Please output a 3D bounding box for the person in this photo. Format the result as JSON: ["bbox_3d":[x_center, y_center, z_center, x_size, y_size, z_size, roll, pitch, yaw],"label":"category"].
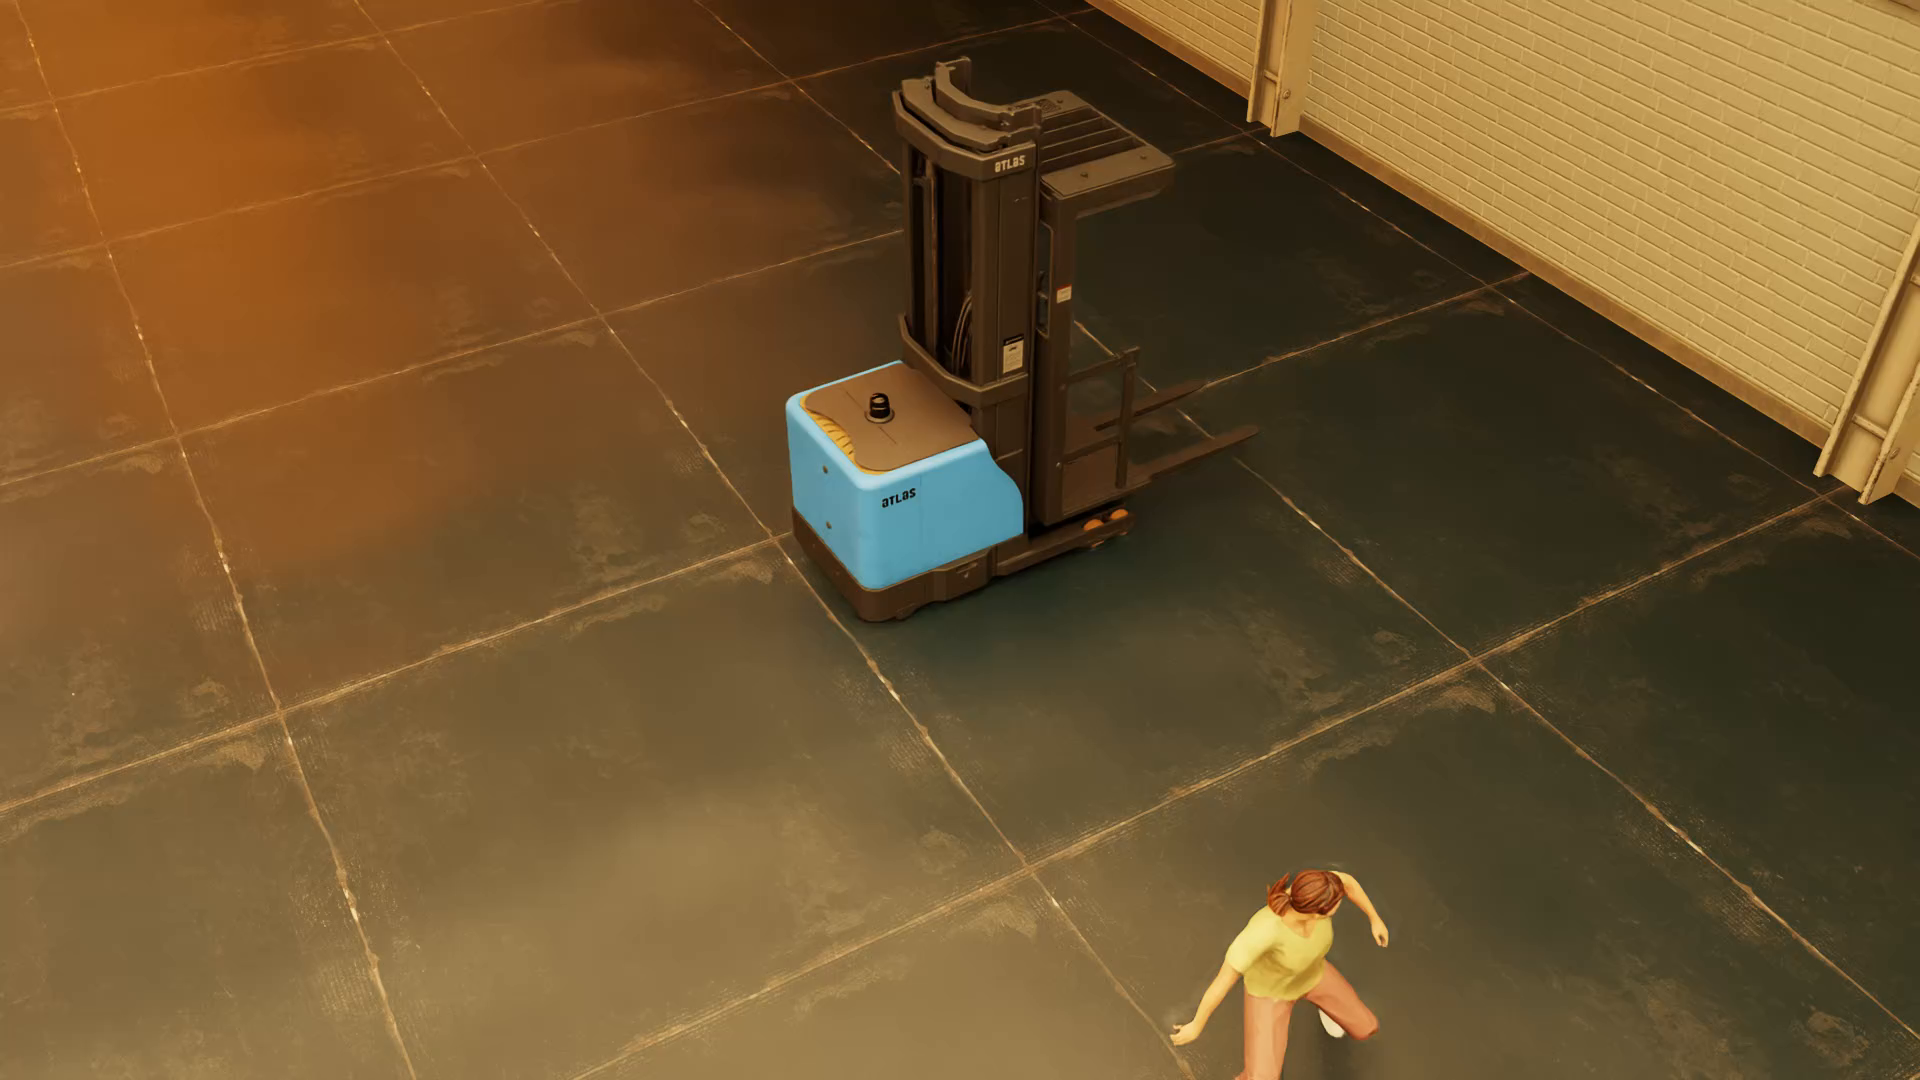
[{"bbox_3d":[1.345,1.870,6.920,1.039,1.553,0.501,-20,44,-23],"label":"person"}]

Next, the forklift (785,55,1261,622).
[{"bbox_3d":[0.498,-1.357,9.672,3.031,2.935,1.130,-21,44,-23],"label":"forklift"}]
